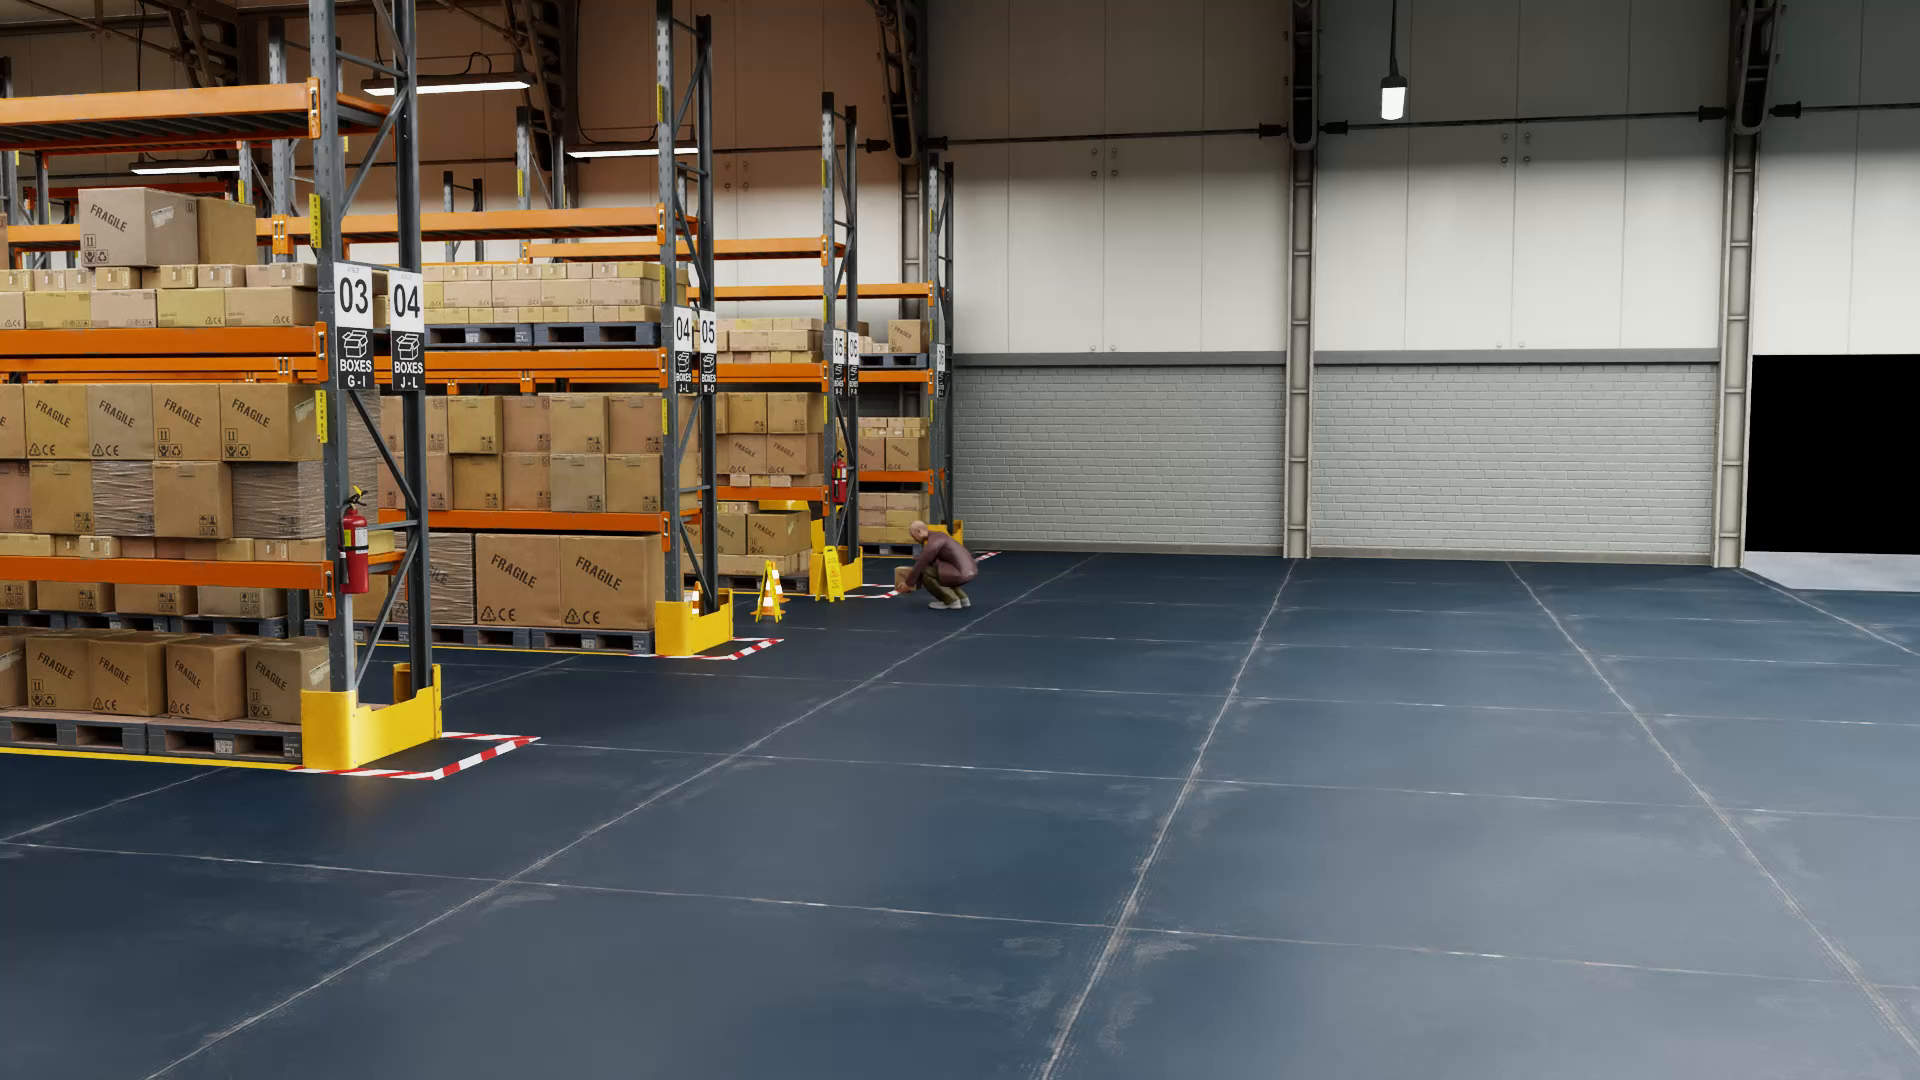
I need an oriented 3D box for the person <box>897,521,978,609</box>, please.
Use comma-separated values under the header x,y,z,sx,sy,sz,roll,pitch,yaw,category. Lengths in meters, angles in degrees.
x,y,z,sx,sy,sz,roll,pitch,yaw,category
-0.244,0.276,18.901,0.902,0.997,0.605,1,5,14,person
